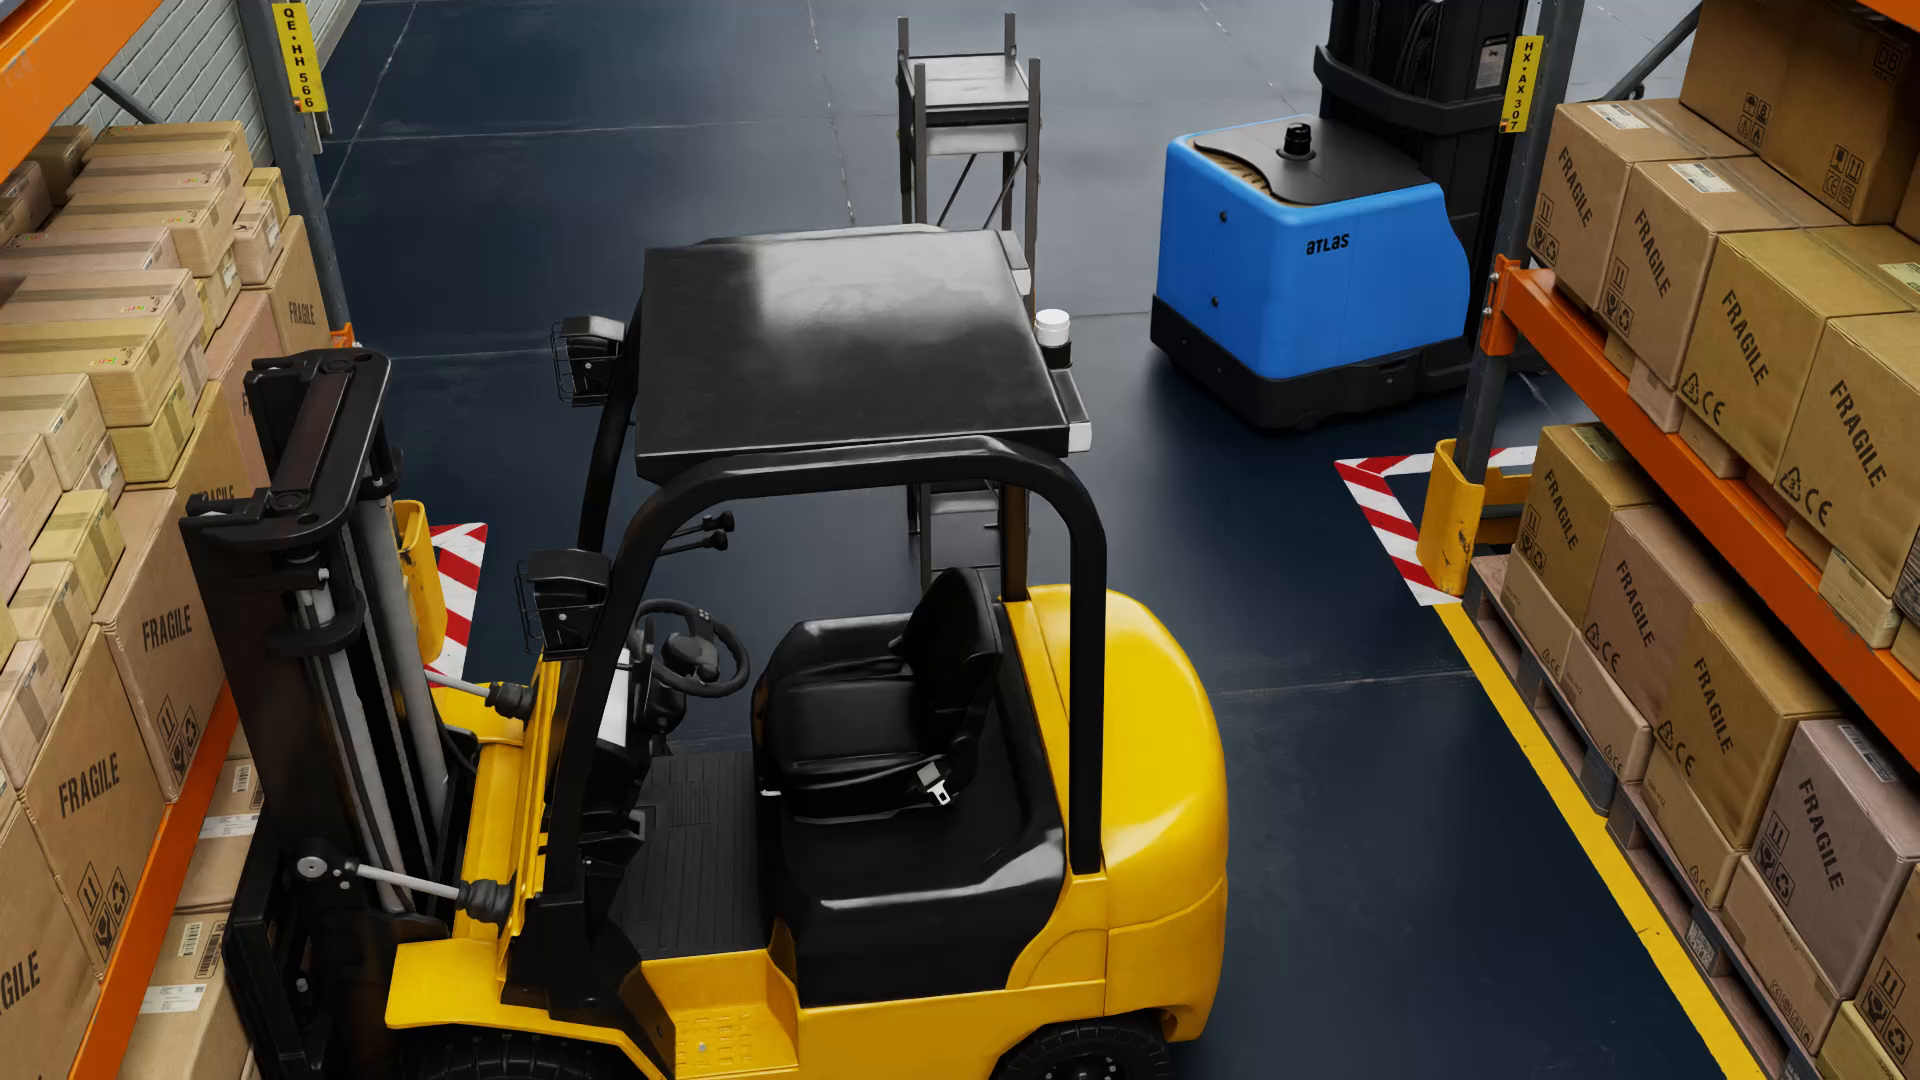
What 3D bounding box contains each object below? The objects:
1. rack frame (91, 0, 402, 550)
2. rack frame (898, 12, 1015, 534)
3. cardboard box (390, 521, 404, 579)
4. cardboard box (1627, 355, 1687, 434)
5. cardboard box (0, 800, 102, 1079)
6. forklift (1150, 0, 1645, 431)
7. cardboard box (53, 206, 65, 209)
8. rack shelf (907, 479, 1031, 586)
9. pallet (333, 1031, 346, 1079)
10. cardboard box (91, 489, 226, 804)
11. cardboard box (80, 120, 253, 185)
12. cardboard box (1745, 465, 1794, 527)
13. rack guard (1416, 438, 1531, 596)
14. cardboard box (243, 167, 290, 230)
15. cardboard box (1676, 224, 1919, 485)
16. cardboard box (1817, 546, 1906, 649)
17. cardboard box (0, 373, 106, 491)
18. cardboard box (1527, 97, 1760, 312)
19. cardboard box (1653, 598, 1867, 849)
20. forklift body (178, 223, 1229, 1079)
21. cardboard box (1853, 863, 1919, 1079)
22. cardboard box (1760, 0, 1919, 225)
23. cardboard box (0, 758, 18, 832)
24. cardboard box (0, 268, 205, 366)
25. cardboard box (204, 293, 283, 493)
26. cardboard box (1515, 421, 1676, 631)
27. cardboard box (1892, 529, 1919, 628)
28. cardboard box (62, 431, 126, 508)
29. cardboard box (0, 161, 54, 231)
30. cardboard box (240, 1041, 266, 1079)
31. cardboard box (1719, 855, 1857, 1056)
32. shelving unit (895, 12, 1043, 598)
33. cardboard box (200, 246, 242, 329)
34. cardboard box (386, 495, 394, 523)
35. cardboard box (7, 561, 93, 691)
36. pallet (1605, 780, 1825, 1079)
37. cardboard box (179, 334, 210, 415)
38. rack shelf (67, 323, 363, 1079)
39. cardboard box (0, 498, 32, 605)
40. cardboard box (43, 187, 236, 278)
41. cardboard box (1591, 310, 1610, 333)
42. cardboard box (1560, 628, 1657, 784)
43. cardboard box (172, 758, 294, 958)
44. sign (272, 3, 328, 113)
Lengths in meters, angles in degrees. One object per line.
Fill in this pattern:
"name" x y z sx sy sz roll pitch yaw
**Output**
"rack frame" -2.506 -0.824 5.295 1.000 3.000 0.127 -4 35 -6
"rack frame" -0.011 -0.911 6.223 0.400 2.100 0.015 -4 35 -6
"cardboard box" -2.131 0.180 5.447 0.500 0.250 0.500 -5 35 -7
"cardboard box" 2.244 -0.454 4.975 0.380 0.149 0.250 -4 34 -6
"cardboard box" -1.856 0.810 2.809 0.500 0.500 0.500 -4 34 -6
"forklift" 2.479 -2.251 7.451 3.031 2.935 1.130 -15 37 -21
"cardboard box" -2.718 -0.924 4.778 0.380 0.149 0.250 -5 35 -8
"rack shelf" 0.022 -0.186 6.425 0.431 0.518 0.480 -4 35 -6
"pallet" -2.201 1.431 4.462 1.003 0.211 1.213 -4 35 -6
"cardboard box" -1.972 0.246 3.637 0.500 0.500 0.500 -4 34 -6
"cardboard box" -2.249 -1.072 4.731 0.380 0.149 0.250 -4 35 -6
"cardboard box" 2.407 -0.169 4.557 0.380 0.149 0.250 -3 34 -5
"rack guard" 2.422 -0.126 6.492 1.175 0.500 0.348 -4 35 -6
"cardboard box" -2.182 -0.961 4.832 0.380 0.149 0.250 -4 34 -6
"cardboard box" 2.343 -0.508 4.478 0.500 0.500 0.500 -5 35 -7
"cardboard box" 2.389 0.125 4.126 0.380 0.149 0.250 -4 34 -6
"cardboard box" -2.037 -0.217 3.475 0.380 0.149 0.250 -4 34 -6
"cardboard box" 2.201 -1.081 5.319 0.500 0.500 0.500 -5 35 -7
"cardboard box" 2.384 0.507 4.745 0.500 0.500 0.500 -4 34 -5
"forklift body" -0.444 0.447 4.184 2.313 2.155 1.214 -4 35 -6
"cardboard box" 2.534 1.090 3.890 0.500 0.500 0.500 -4 34 -6
"cardboard box" 2.757 -1.228 4.647 0.700 0.500 0.500 -4 34 -6
"cardboard box" -1.809 0.470 2.732 0.380 0.149 0.250 -4 34 -5
"cardboard box" -2.019 -0.511 3.908 0.380 0.149 0.250 -4 34 -5
"cardboard box" -2.119 -0.320 4.467 0.500 0.500 0.500 -3 34 -5
"cardboard box" 2.250 -0.065 5.584 0.500 0.500 0.500 -5 35 -8
"cardboard box" 2.493 0.061 3.644 0.500 0.500 0.500 -3 34 -5
"cardboard box" -2.041 -0.101 3.569 0.380 0.149 0.250 -5 35 -7
"cardboard box" -2.699 -0.899 4.477 0.380 0.149 0.250 -3 34 -5
"cardboard box" -1.853 1.309 3.791 0.500 0.250 0.500 -5 35 -7
"cardboard box" 2.459 1.103 4.537 0.500 0.250 0.500 -4 34 -6
"shelving unit" 0.022 -0.775 6.023 0.431 2.100 0.503 -4 35 -6
"cardboard box" -2.144 -0.671 4.406 0.380 0.149 0.250 -4 34 -5
"cardboard box" -2.135 -0.041 5.327 0.500 0.250 0.500 -3 34 -5
"cardboard box" -1.894 0.185 3.150 0.380 0.149 0.250 -5 35 -8
"pallet" 2.657 1.128 4.907 1.003 0.211 1.213 -4 35 -6
"cardboard box" -2.039 -0.386 3.989 0.380 0.149 0.250 -5 35 -8
"rack shelf" -2.237 0.590 3.860 1.077 0.370 4.000 -4 35 -6
"cardboard box" -1.969 0.063 3.065 0.380 0.149 0.250 -5 35 -7
"cardboard box" -2.123 -0.793 4.321 0.380 0.149 0.250 -4 34 -5
"cardboard box" 2.301 -0.753 5.414 0.380 0.149 0.250 -4 34 -6
"cardboard box" 2.307 0.517 5.396 0.500 0.250 0.500 -3 34 -5
"cardboard box" -1.922 0.808 4.082 0.500 0.250 0.500 -5 35 -7
"sign" -1.967 -1.433 4.951 0.100 0.325 0.005 -4 35 -6
